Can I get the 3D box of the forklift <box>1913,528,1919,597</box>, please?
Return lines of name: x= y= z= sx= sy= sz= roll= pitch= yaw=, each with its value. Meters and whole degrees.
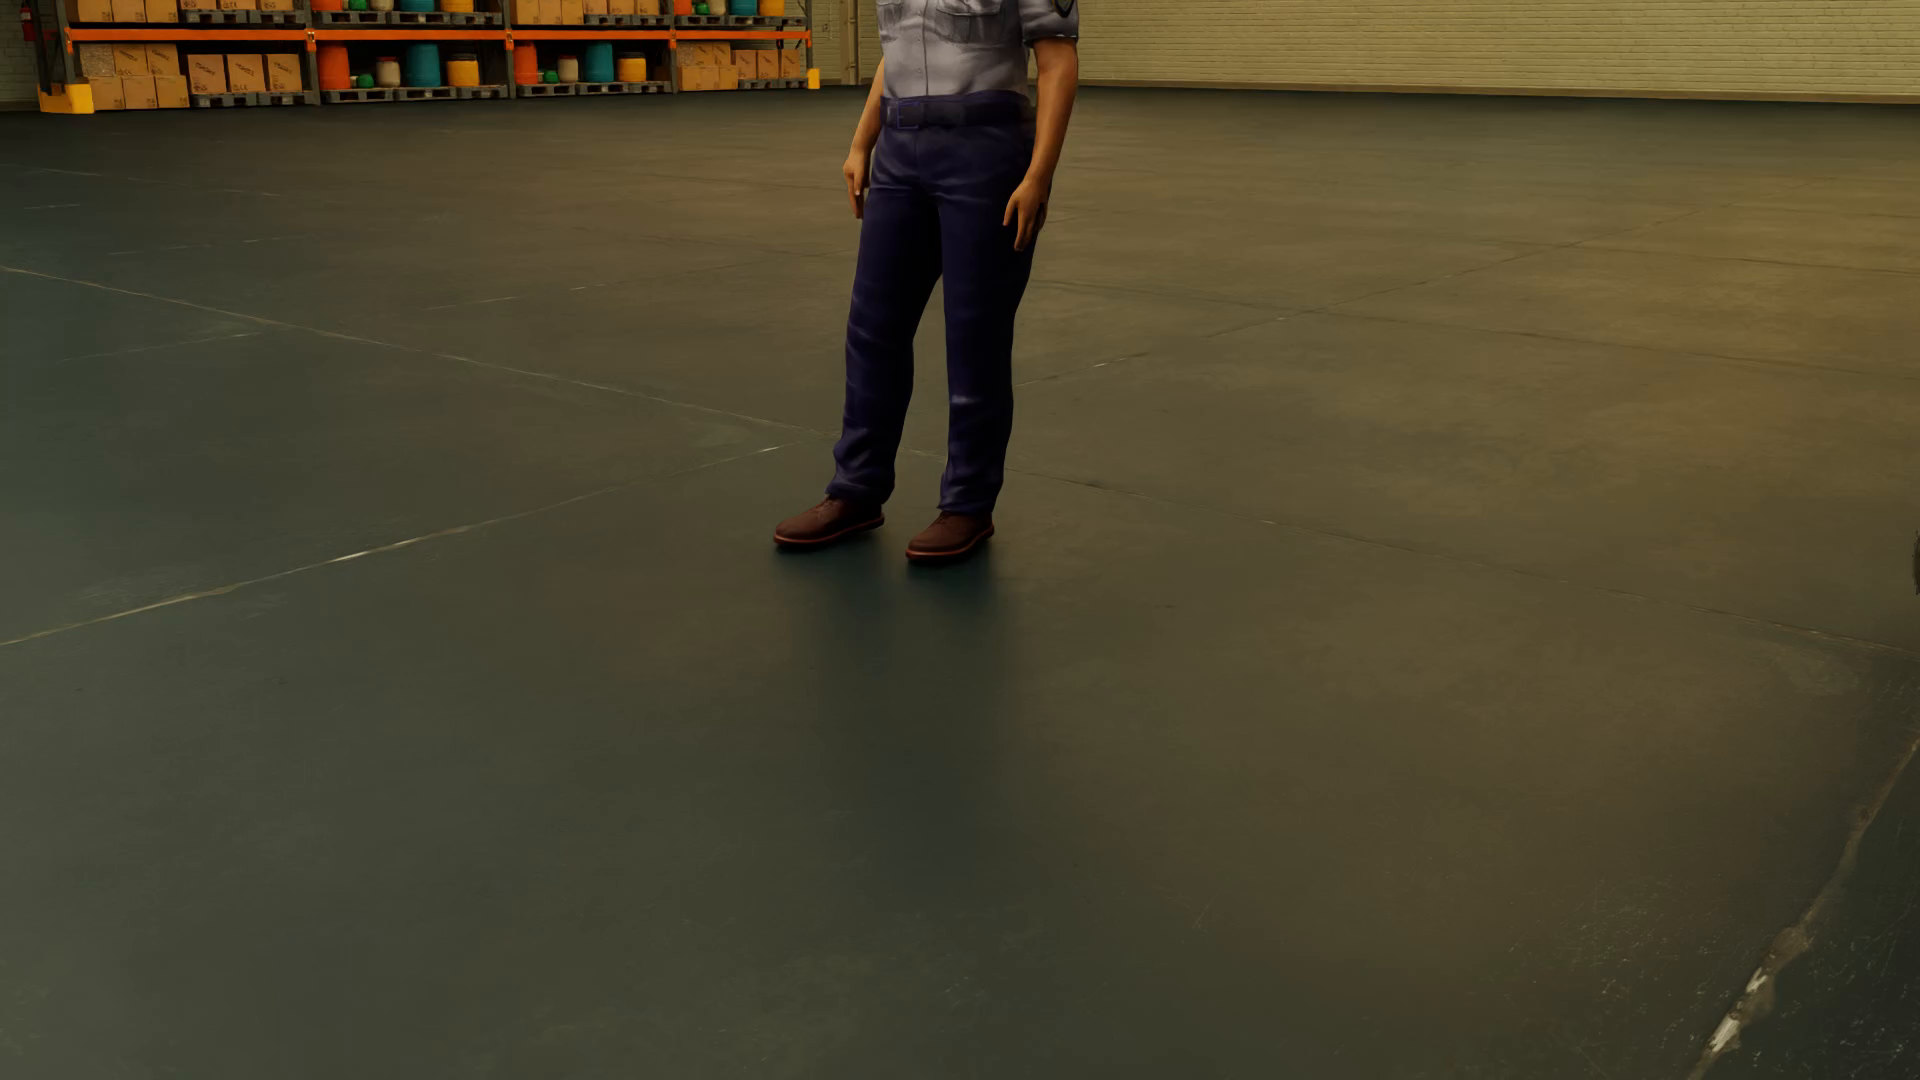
forklift: x=3.189 y=-0.974 z=2.105 sx=3.031 sy=2.935 sz=1.130 roll=8 pitch=19 yaw=24

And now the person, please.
person: x=-0.074 y=-0.780 z=3.648 sx=0.598 sy=1.651 sz=0.503 roll=13 pitch=21 yaw=37
